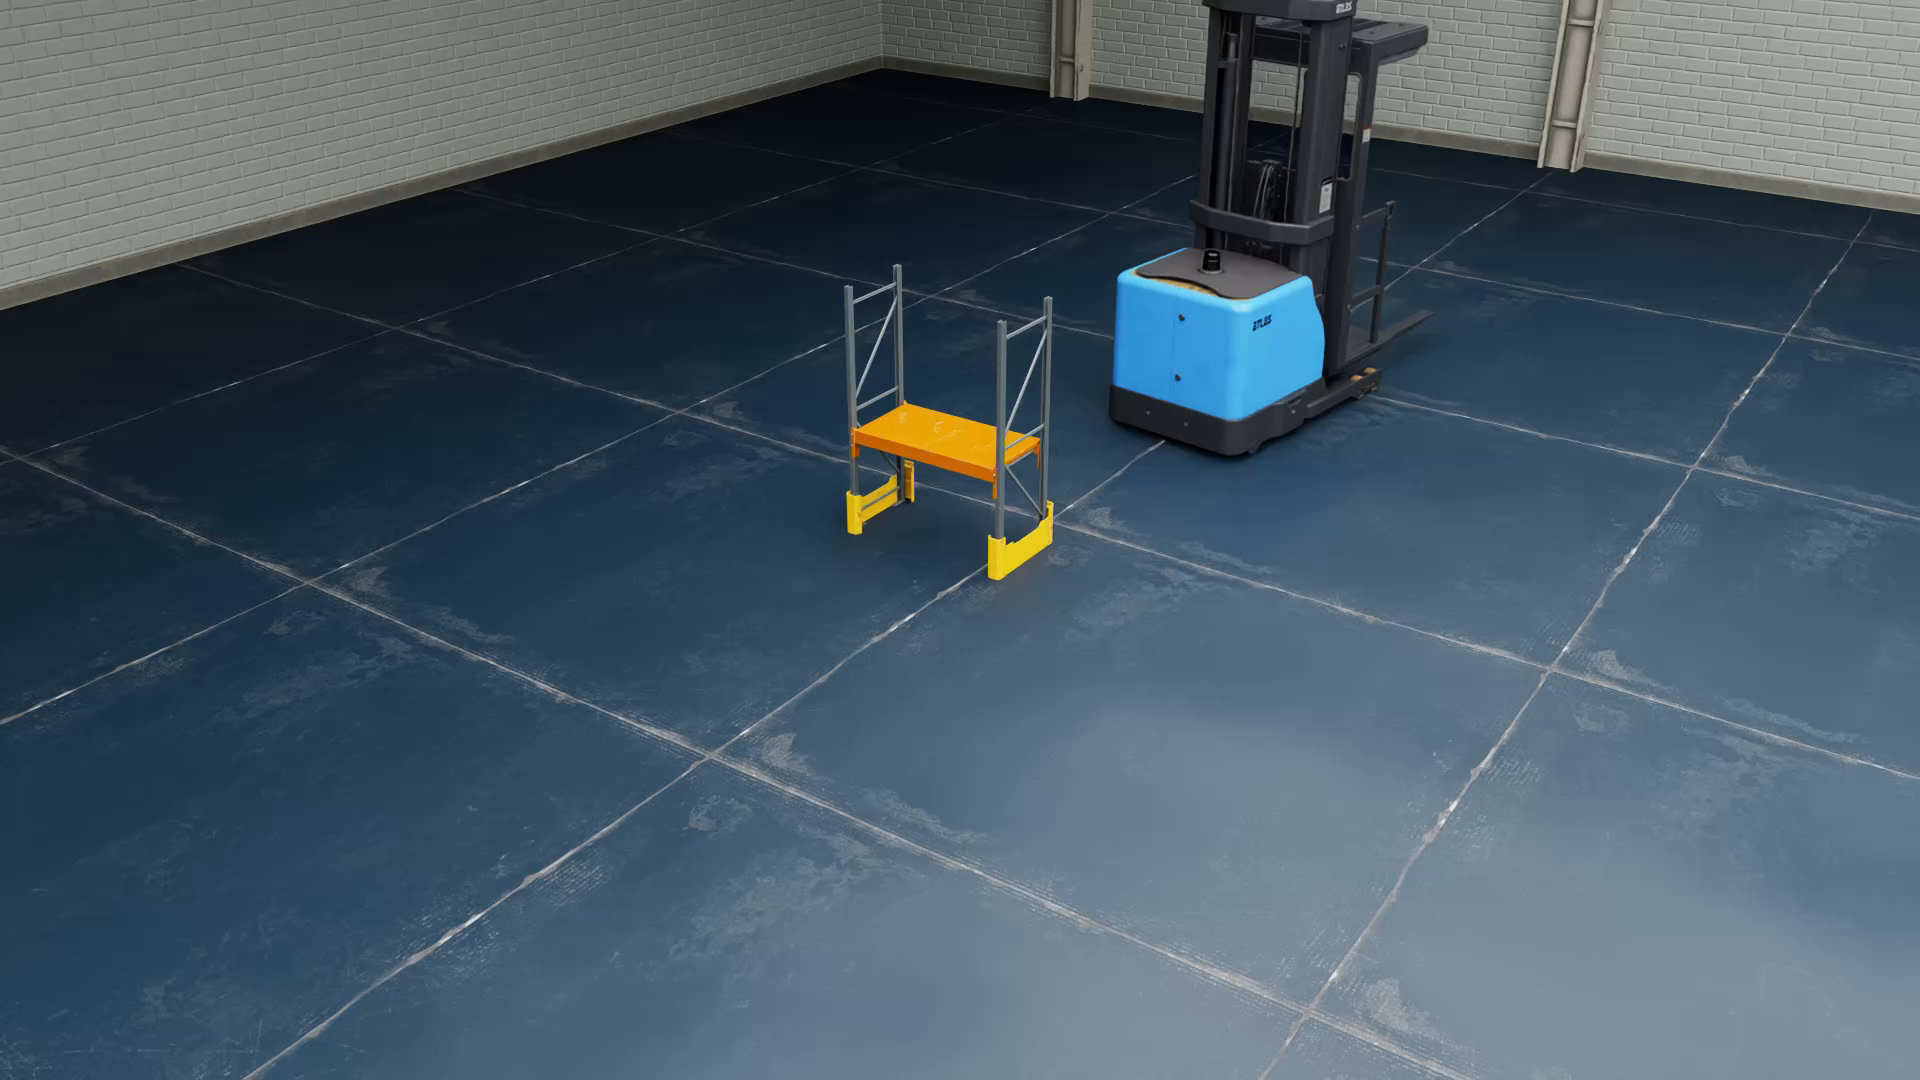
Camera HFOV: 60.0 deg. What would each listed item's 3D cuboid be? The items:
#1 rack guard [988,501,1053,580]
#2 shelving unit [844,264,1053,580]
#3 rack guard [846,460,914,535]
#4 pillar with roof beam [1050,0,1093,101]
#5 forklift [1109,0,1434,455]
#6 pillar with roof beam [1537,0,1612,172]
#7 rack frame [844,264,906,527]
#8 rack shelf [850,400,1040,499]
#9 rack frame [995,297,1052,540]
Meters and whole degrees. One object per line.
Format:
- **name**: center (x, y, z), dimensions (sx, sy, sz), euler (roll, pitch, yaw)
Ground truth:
- **rack guard**: center (0.348, -0.003, 9.480), dimensions (0.087, 0.250, 0.587), euler (17, 32, 30)
- **shelving unit**: center (-0.063, -0.688, 9.448), dimensions (1.083, 1.500, 0.587), euler (17, 32, 30)
- **rack guard**: center (-0.473, -0.259, 9.983), dimensions (0.087, 0.250, 0.587), euler (17, 32, 30)
- **pillar with roof beam**: center (-1.087, -7.860, 15.274), dimensions (0.400, 9.000, 9.100), euler (17, 32, 30)
- **forklift**: center (2.360, -2.435, 11.304), dimensions (1.130, 2.935, 3.031), euler (22, 34, 36)
- **pillar with roof beam**: center (3.858, -6.319, 12.246), dimensions (0.400, 9.000, 9.100), euler (17, 32, 30)
- **rack frame**: center (-0.489, -0.821, 9.709), dimensions (0.032, 1.500, 0.500), euler (17, 32, 30)
- **rack shelf**: center (-0.070, -0.530, 9.534), dimensions (1.000, 0.185, 0.538), euler (17, 32, 30)
- **rack frame**: center (0.349, -0.560, 9.196), dimensions (0.032, 1.500, 0.500), euler (17, 32, 30)
